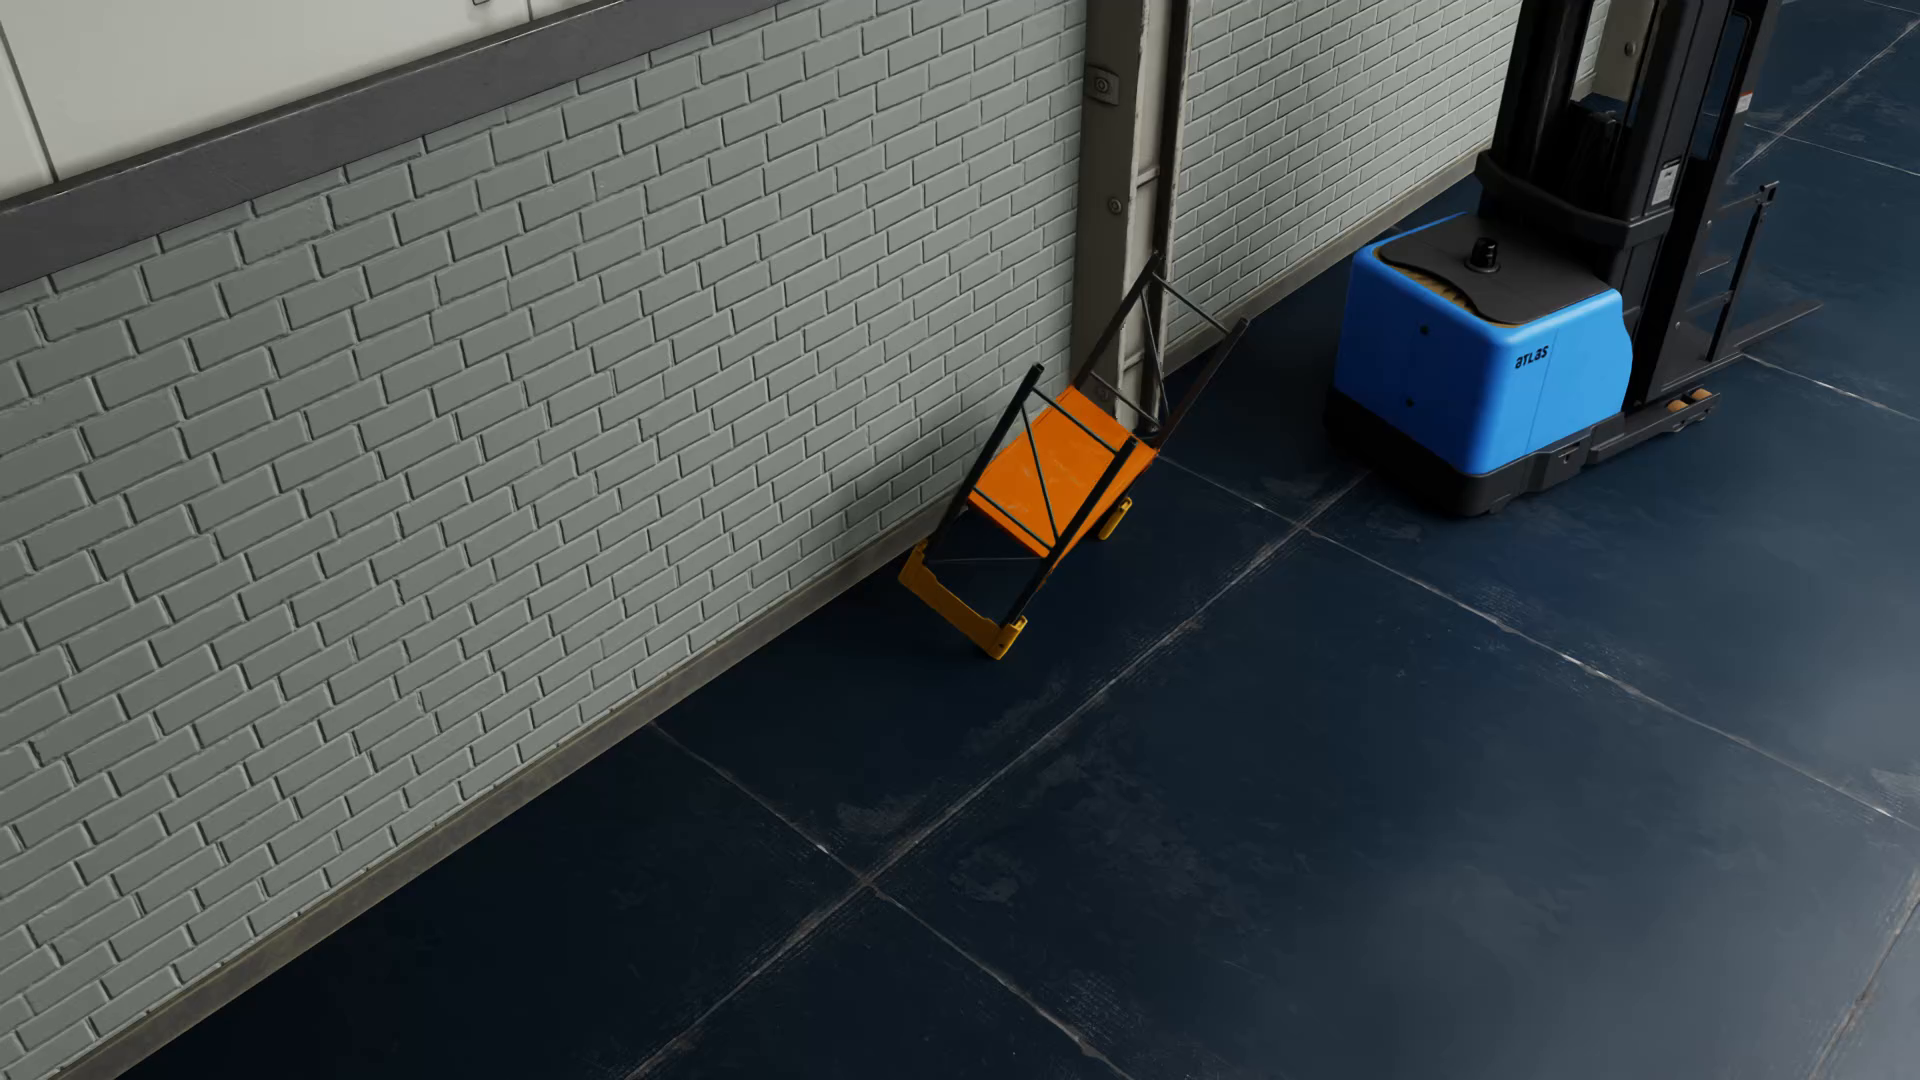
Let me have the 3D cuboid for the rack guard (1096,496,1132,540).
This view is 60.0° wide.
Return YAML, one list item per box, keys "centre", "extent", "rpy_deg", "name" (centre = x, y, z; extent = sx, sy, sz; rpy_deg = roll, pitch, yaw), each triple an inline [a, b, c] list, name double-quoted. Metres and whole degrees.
- centre: [0.531, -0.268, 7.986]
  extent: [0.587, 0.250, 0.087]
  rpy_deg: [39, 48, 7]
  name: "rack guard"

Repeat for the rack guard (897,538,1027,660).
- centre: [0.006, 0.261, 7.326]
  extent: [0.587, 0.250, 0.087]
  rpy_deg: [39, 48, 7]
  name: "rack guard"

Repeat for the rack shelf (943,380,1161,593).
- centre: [0.420, -0.254, 7.321]
  extent: [0.538, 0.185, 1.000]
  rpy_deg: [39, 48, 7]
  name: "rack shelf"

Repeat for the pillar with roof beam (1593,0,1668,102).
- centre: [8.022, -5.033, 7.133]
  extent: [9.100, 9.000, 0.400]
  rpy_deg: [30, 47, 32]
  name: "pillar with roof beam"

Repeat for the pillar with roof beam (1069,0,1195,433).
- centre: [3.974, -2.276, 3.666]
  extent: [9.100, 9.000, 0.400]
  rpy_deg: [30, 47, 32]
  name: "pillar with roof beam"

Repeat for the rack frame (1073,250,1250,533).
- centre: [0.751, -0.628, 7.525]
  extent: [0.500, 1.500, 0.032]
  rpy_deg: [39, 48, 7]
  name: "rack frame"

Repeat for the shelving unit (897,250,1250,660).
- centre: [0.487, -0.362, 7.194]
  extent: [0.587, 1.500, 1.083]
  rpy_deg: [39, 48, 7]
  name: "shelving unit"

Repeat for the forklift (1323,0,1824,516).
- centre: [3.413, -1.968, 8.153]
  extent: [3.031, 2.935, 1.130]
  rpy_deg: [-22, 44, -25]
  name: "forklift"

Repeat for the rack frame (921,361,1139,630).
- centre: [0.214, -0.087, 6.851]
  extent: [0.500, 1.500, 0.032]
  rpy_deg: [39, 48, 7]
  name: "rack frame"
